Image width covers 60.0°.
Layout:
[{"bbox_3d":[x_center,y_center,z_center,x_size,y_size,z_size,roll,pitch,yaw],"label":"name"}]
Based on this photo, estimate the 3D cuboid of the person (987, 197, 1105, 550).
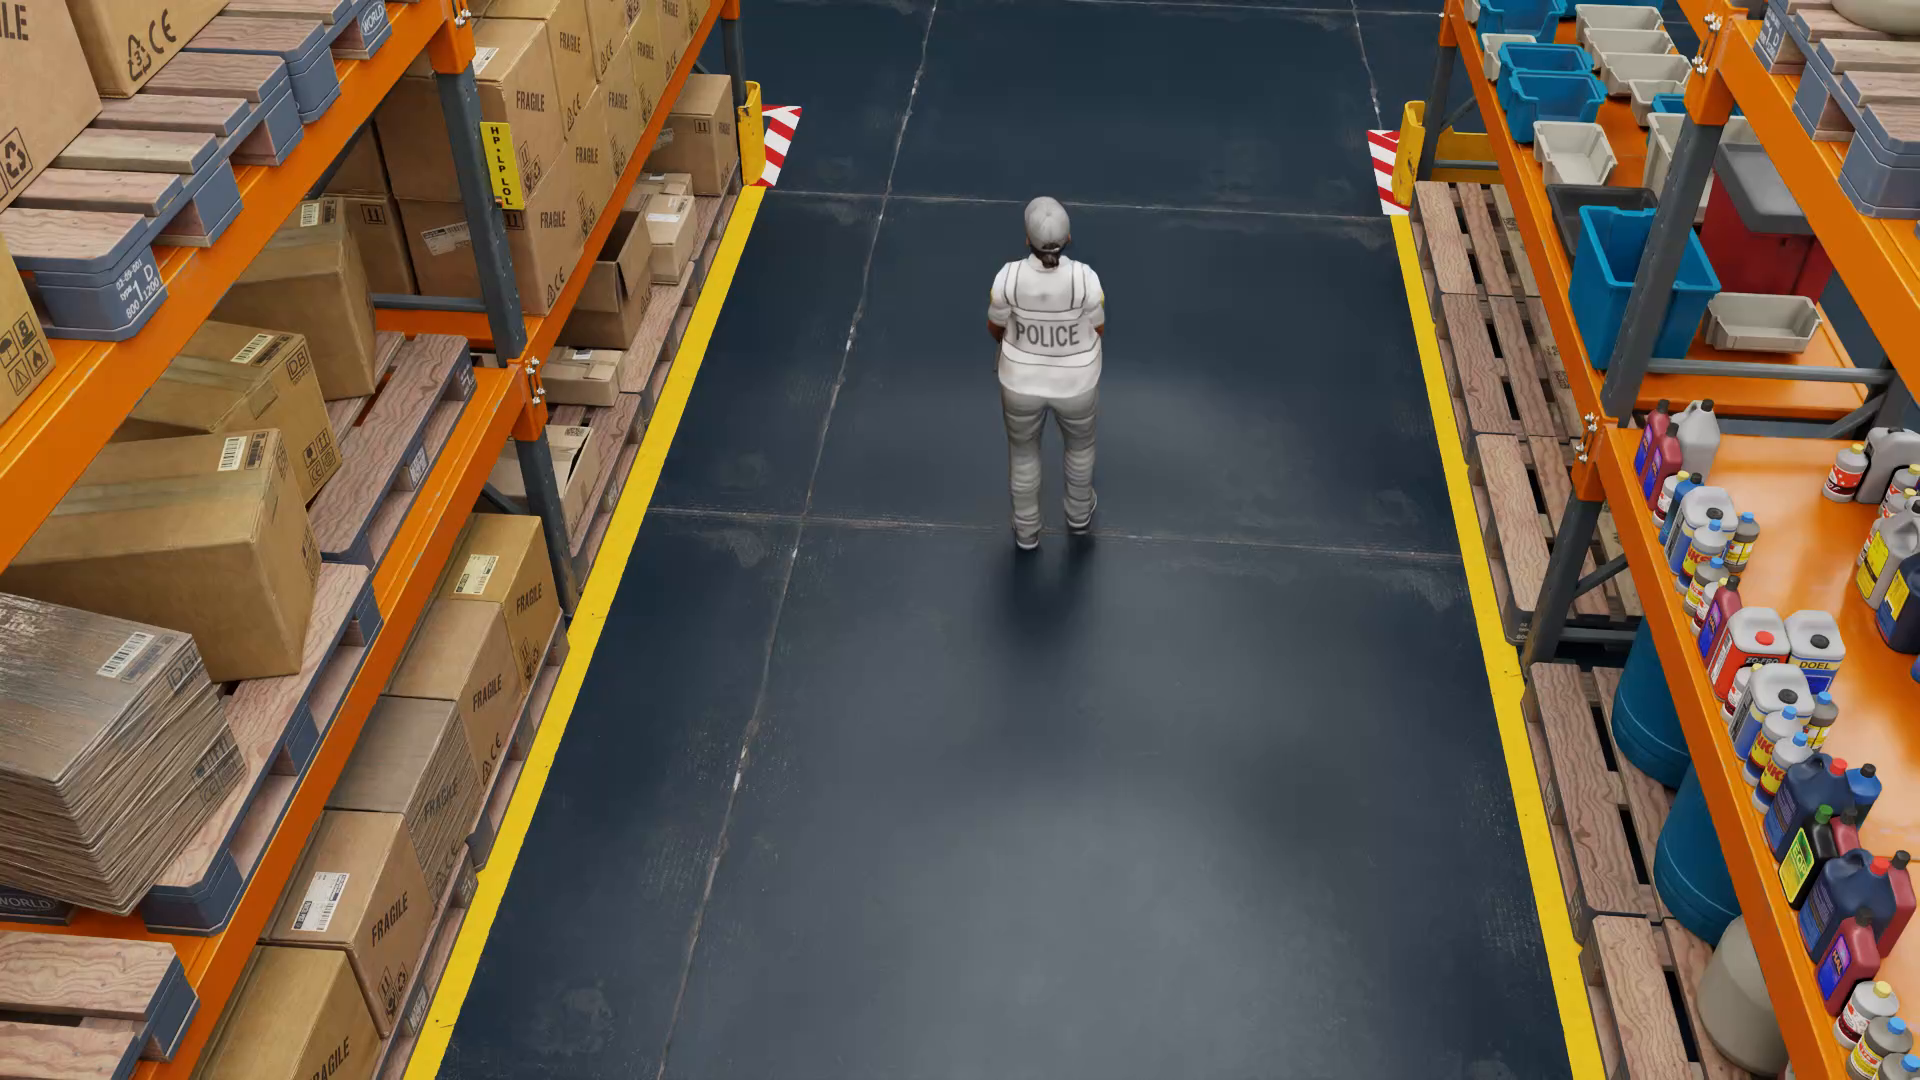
[{"bbox_3d":[0.364,-0.712,6.982,0.502,1.671,0.512,3,40,3],"label":"person"}]
